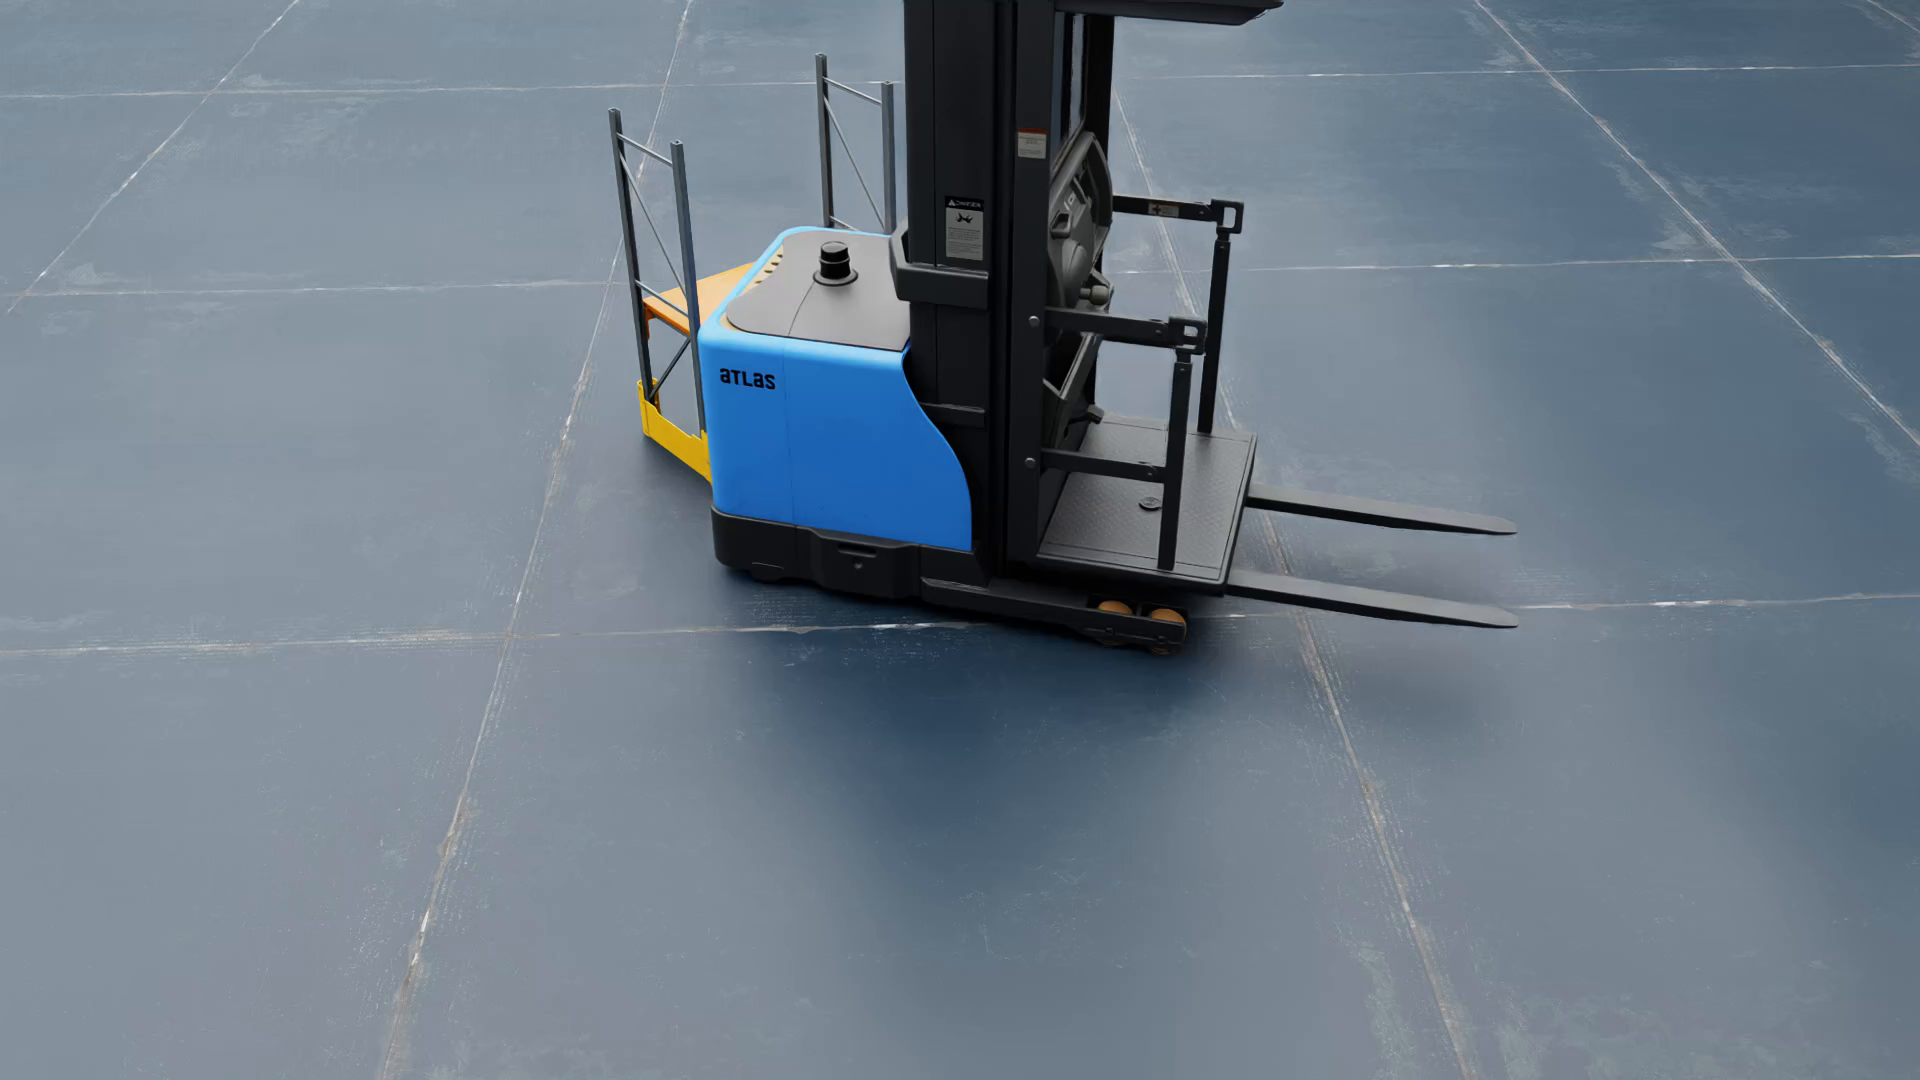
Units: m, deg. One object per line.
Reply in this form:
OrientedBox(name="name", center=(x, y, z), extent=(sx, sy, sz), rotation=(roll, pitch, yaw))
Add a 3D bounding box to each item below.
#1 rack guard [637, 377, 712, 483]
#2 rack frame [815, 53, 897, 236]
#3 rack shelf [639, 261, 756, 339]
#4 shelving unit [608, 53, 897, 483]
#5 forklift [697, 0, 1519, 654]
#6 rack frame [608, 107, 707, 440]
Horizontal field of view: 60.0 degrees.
OrientedBox(name="rack guard", center=(-1.206, -0.479, 7.223), extent=(0.087, 0.250, 0.587), rotation=(-26, 42, -32))
OrientedBox(name="rack frame", center=(-0.447, -1.362, 7.400), extent=(0.032, 1.500, 0.500), rotation=(-26, 42, -32))
OrientedBox(name="rack shelf", center=(-0.834, -1.026, 7.231), extent=(1.000, 0.185, 0.538), rotation=(-26, 42, -32))
OrientedBox(name="shelving unit", center=(-0.827, -1.177, 7.133), extent=(1.083, 1.500, 0.587), rotation=(-26, 42, -32))
OrientedBox(name="forklift", center=(0.611, -1.120, 5.793), extent=(3.031, 2.935, 1.130), rotation=(9, 36, 12))
OrientedBox(name="rack frame", center=(-1.220, -0.986, 6.857), extent=(0.032, 1.500, 0.500), rotation=(-26, 42, -32))
